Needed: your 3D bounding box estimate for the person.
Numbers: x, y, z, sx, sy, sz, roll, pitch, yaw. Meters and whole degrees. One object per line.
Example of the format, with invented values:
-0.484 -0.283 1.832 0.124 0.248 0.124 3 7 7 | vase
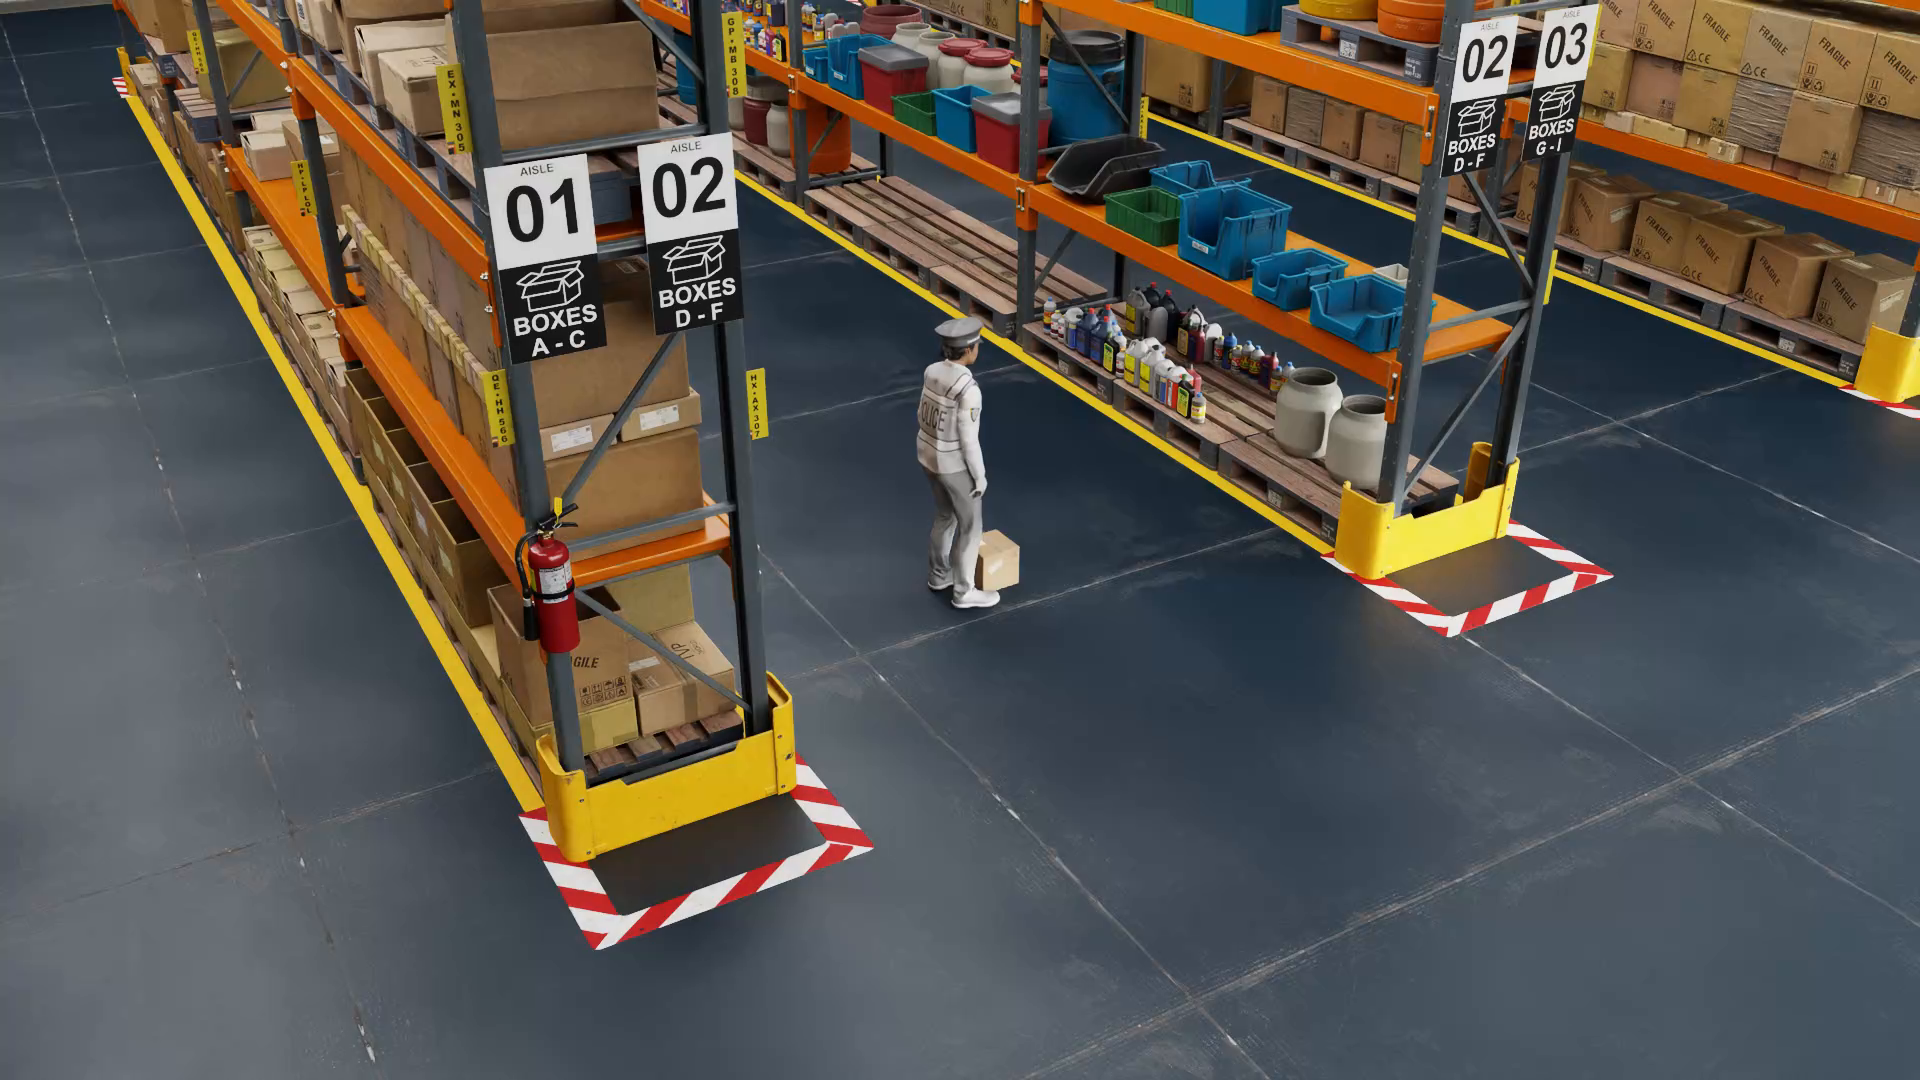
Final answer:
-0.031 -0.427 9.317 0.375 1.662 0.530 -18 34 -28 | person
